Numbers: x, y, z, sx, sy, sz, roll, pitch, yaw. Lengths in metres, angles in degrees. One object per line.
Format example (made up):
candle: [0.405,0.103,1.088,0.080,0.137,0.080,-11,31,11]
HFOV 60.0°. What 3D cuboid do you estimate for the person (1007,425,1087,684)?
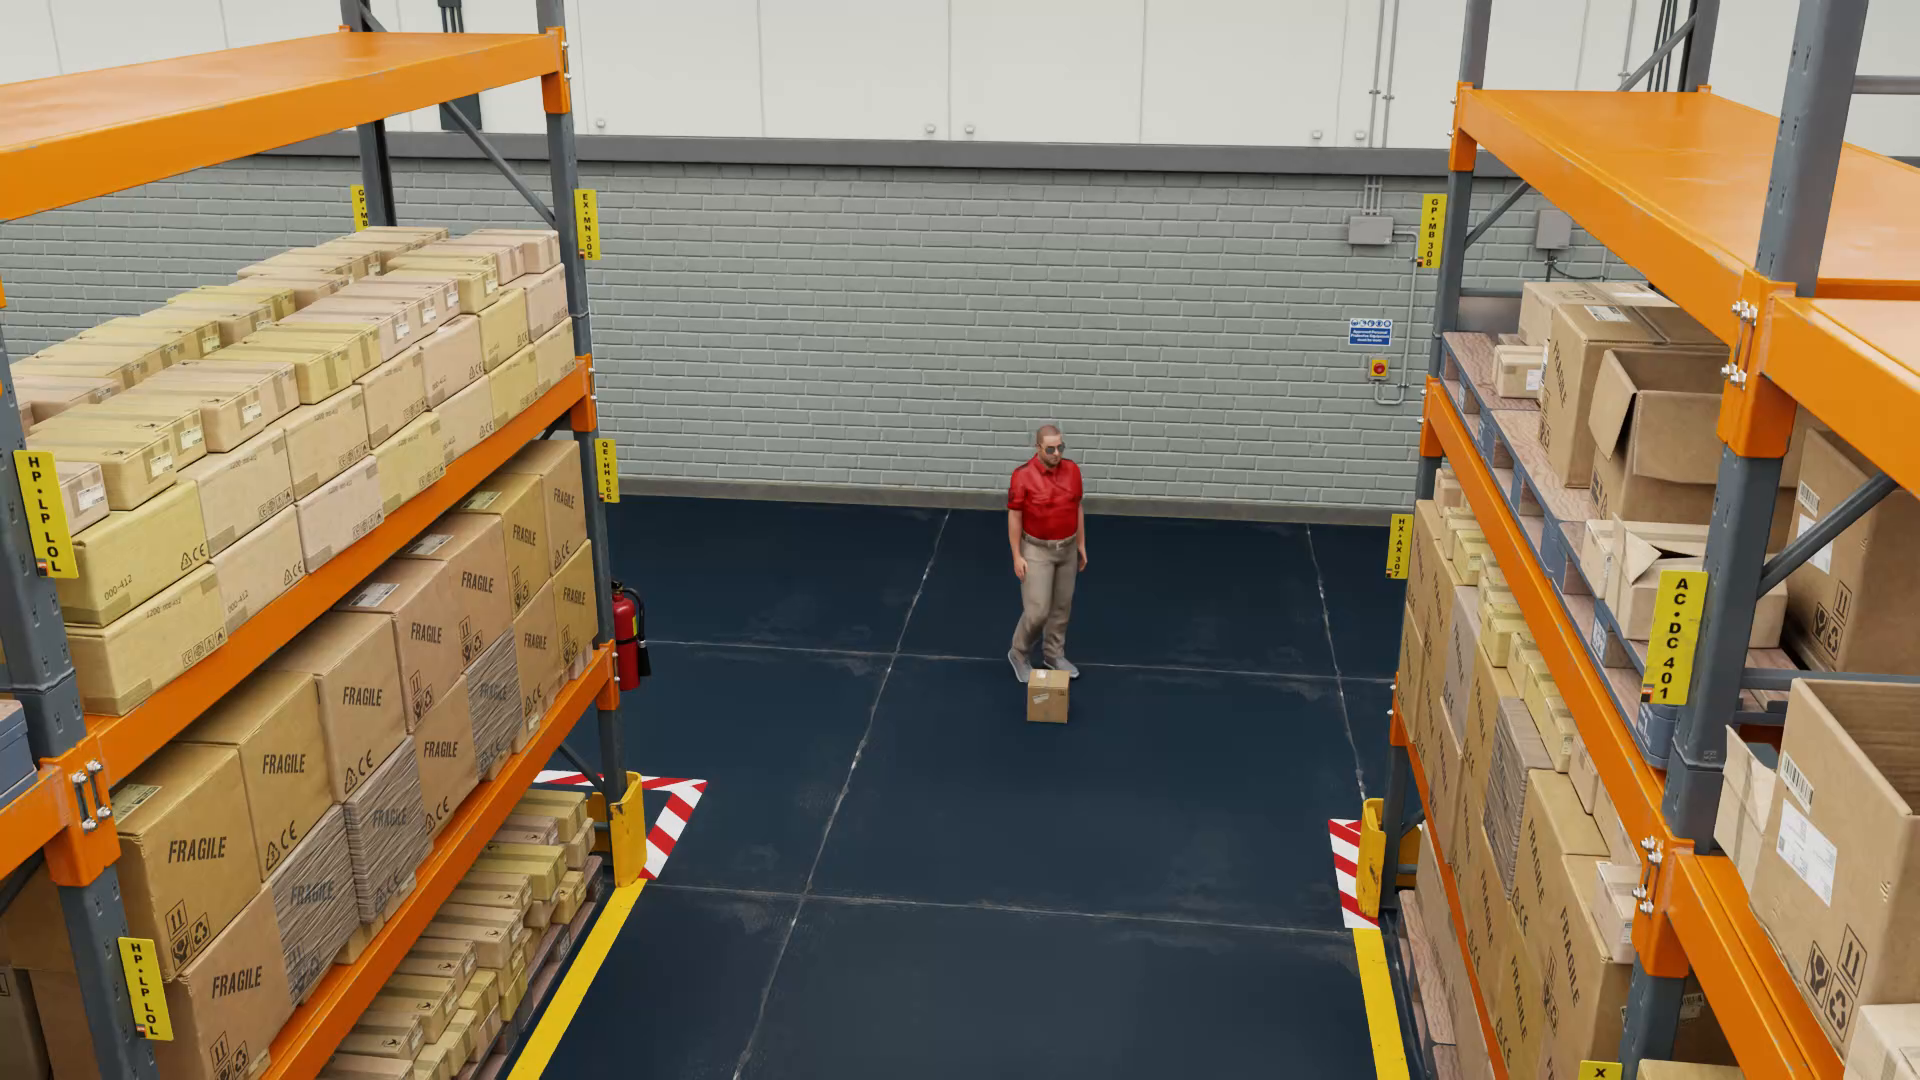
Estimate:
person: [0.594,0.118,10.859,0.561,1.790,0.387,-12,24,-28]
